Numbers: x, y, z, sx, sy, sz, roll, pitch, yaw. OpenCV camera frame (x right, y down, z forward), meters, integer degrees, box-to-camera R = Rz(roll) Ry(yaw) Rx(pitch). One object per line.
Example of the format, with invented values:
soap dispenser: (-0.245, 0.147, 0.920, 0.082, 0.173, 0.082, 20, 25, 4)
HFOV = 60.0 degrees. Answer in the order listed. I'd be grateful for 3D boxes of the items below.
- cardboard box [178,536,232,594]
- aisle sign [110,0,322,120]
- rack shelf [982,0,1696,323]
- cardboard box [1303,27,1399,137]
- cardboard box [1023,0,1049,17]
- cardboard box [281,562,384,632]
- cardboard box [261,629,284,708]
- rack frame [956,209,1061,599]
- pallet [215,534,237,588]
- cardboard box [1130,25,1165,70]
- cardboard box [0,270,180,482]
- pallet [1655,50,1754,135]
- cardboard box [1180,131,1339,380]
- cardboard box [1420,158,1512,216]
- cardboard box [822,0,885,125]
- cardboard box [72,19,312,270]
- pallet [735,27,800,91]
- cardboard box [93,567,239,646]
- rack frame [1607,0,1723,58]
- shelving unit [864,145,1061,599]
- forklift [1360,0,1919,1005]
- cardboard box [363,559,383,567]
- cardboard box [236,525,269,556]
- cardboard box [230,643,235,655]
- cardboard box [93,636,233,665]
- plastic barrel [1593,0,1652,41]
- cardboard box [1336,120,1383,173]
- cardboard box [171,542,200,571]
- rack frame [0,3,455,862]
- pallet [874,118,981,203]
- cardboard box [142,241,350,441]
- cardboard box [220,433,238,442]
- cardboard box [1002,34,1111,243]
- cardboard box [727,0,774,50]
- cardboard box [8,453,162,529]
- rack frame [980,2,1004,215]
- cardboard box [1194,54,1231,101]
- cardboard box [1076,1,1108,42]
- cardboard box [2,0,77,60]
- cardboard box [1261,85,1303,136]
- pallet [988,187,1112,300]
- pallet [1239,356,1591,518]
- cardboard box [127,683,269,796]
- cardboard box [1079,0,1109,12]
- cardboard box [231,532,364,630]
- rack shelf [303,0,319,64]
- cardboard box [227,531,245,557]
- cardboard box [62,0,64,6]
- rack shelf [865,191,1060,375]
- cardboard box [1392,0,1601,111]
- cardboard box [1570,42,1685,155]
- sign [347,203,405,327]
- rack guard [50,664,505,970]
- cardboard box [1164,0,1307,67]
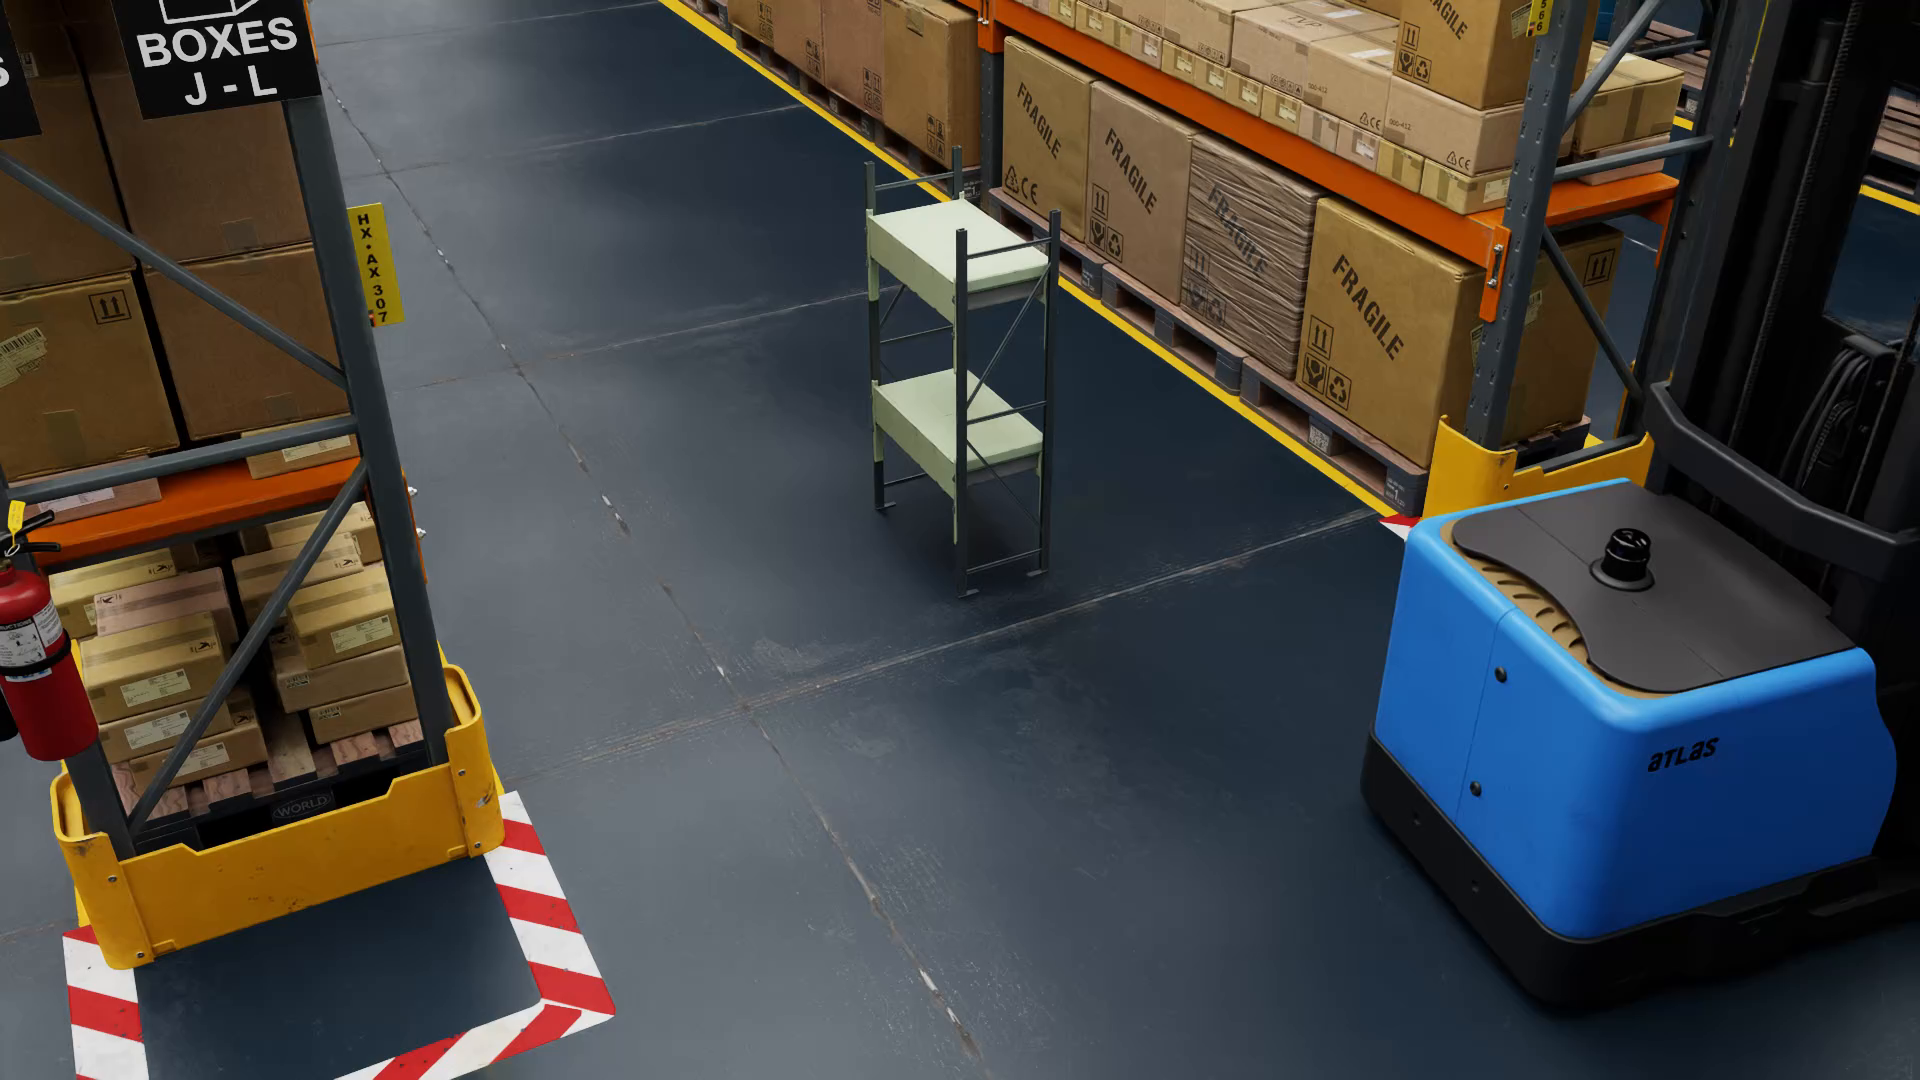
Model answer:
cardboard box: (-2.759, 0.117, 5.764, 0.380, 0.149, 0.250, -16, 36, -24)
aisle sign: (-1.682, -1.335, 3.643, 0.394, 0.787, 0.004, -16, 36, -23)
rack shelf: (1.521, -2.050, 7.836, 1.077, 0.370, 4.000, -16, 36, -23)
cardboard box: (1.756, -1.868, 6.748, 0.500, 0.250, 0.500, -17, 36, -24)
cardboard box: (0.554, -2.852, 8.653, 0.380, 0.149, 0.250, -17, 36, -25)
cardboard box: (-2.077, 0.239, 5.573, 0.380, 0.149, 0.250, -16, 36, -23)
cardboard box: (-2.137, 0.389, 5.615, 0.380, 0.149, 0.250, -16, 36, -23)
rack frame: (0.168, -0.460, 6.078, 0.400, 1.500, 0.023, -16, 36, -23)
pallet: (-2.930, -0.040, 6.616, 1.003, 0.211, 1.213, -16, 36, -23)
cardboard box: (1.037, -2.359, 7.884, 0.380, 0.149, 0.250, -15, 36, -23)
cardboard box: (-2.419, -0.516, 4.407, 0.500, 0.500, 0.500, -15, 36, -22)
pallet: (5.347, -3.038, 11.296, 1.003, 0.211, 1.213, -16, 36, -23)
cardboard box: (1.660, -1.400, 7.736, 0.875, 0.875, 0.875, -16, 36, -23)
cardboard box: (1.996, -1.380, 6.356, 0.380, 0.149, 0.250, -15, 36, -22)
cardboard box: (-0.145, -3.316, 10.726, 1.225, 0.875, 0.875, -17, 36, -25)
cardboard box: (-1.956, -1.069, 4.342, 0.500, 0.500, 0.500, -16, 36, -23)
pallet: (-0.976, -3.647, 12.247, 1.003, 0.211, 1.213, -16, 36, -23)
cardboard box: (-2.519, 0.250, 5.280, 0.380, 0.149, 0.250, -15, 36, -22)
rack frame: (4.970, -4.553, 11.077, 1.000, 3.000, 0.127, -16, 36, -23)
shelving unit: (-0.003, -0.635, 6.350, 0.431, 1.500, 0.755, -16, 36, -23)
forklift: (2.862, -0.413, 4.677, 3.031, 2.935, 1.130, -11, 34, -17)
cardboard box: (-2.282, 0.123, 6.031, 0.380, 0.149, 0.250, -15, 36, -23)
cardboard box: (-2.354, -0.113, 5.848, 0.380, 0.149, 0.250, -18, 37, -25)
cardboard box: (-2.668, 0.380, 5.629, 0.380, 0.149, 0.250, -16, 36, -23)
cardboard box: (-2.555, 0.381, 5.353, 0.380, 0.149, 0.250, -17, 36, -24)
plastic barrel: (4.731, -4.111, 11.941, 0.600, 0.901, 0.708, -16, 36, -23)
cardboard box: (1.756, -1.624, 6.738, 0.380, 0.149, 0.250, -16, 36, -23)
cardboard box: (-2.817, 0.019, 5.641, 0.380, 0.149, 0.250, -17, 37, -25)
rack frame: (-1.982, -0.199, 4.281, 1.000, 3.000, 0.127, -16, 36, -23)
pallet: (0.162, -2.483, 10.430, 1.003, 0.211, 1.213, -16, 36, -23)
cardboard box: (-1.947, -0.650, 4.616, 0.500, 0.500, 0.500, -14, 35, -21)
cardboard box: (-1.998, -0.442, 4.892, 0.380, 0.149, 0.250, -15, 35, -21)
cardboard box: (0.825, -2.255, 9.069, 0.875, 0.875, 0.875, -16, 36, -23)
cardboard box: (-0.974, -4.164, 12.049, 1.225, 0.875, 0.875, -18, 37, -25)
cardboard box: (-2.384, -0.178, 4.480, 0.380, 0.149, 0.250, -16, 36, -23)
rack frame: (0.588, -3.308, 9.132, 1.000, 3.000, 0.127, -16, 36, -23)
cardboard box: (1.283, -2.110, 7.495, 0.380, 0.149, 0.250, -15, 36, -22)
cardboard box: (0.802, -2.601, 8.262, 0.380, 0.149, 0.250, -17, 36, -24)
cardboard box: (-2.651, -1.185, 4.524, 0.500, 0.500, 0.500, -17, 36, -25)
cardboard box: (1.518, -1.867, 7.117, 0.380, 0.149, 0.250, -17, 36, -24)
pallet: (0.873, -1.751, 9.287, 1.003, 0.211, 1.213, -16, 36, -23)
pallet: (2.011, -0.586, 7.470, 1.003, 0.211, 1.213, -16, 36, -23)
cardboard box: (-2.412, 0.625, 5.247, 0.380, 0.149, 0.250, -15, 36, -22)
cardboard box: (0.803, -2.841, 8.267, 0.500, 0.250, 0.500, -16, 36, -23)
cardboard box: (-2.161, 0.137, 5.458, 0.380, 0.149, 0.250, -15, 36, -22)
rack shelf: (-2.914, -2.114, 5.155, 1.077, 0.370, 4.000, -16, 36, -23)
cardboard box: (-2.501, -0.108, 6.115, 0.380, 0.149, 0.250, -18, 37, -25)
cardboard box: (-3.597, -2.176, 6.071, 0.500, 0.500, 0.500, -17, 36, -25)
rack shelf: (-0.003, -0.963, 6.140, 0.431, 0.370, 0.720, -16, 36, -23)
cardboard box: (1.993, -1.943, 6.170, 0.500, 0.500, 0.500, -15, 36, -23)
cardboard box: (2.468, -1.758, 6.576, 0.500, 0.250, 0.500, -17, 36, -24)
sign: (-1.502, -0.700, 4.260, 0.100, 0.325, 0.005, -16, 36, -23)
rack guard: (-2.017, 0.817, 5.012, 1.175, 0.500, 0.348, -16, 36, -23)
cardboard box: (1.272, -2.358, 7.513, 0.500, 0.250, 0.500, -16, 36, -23)
